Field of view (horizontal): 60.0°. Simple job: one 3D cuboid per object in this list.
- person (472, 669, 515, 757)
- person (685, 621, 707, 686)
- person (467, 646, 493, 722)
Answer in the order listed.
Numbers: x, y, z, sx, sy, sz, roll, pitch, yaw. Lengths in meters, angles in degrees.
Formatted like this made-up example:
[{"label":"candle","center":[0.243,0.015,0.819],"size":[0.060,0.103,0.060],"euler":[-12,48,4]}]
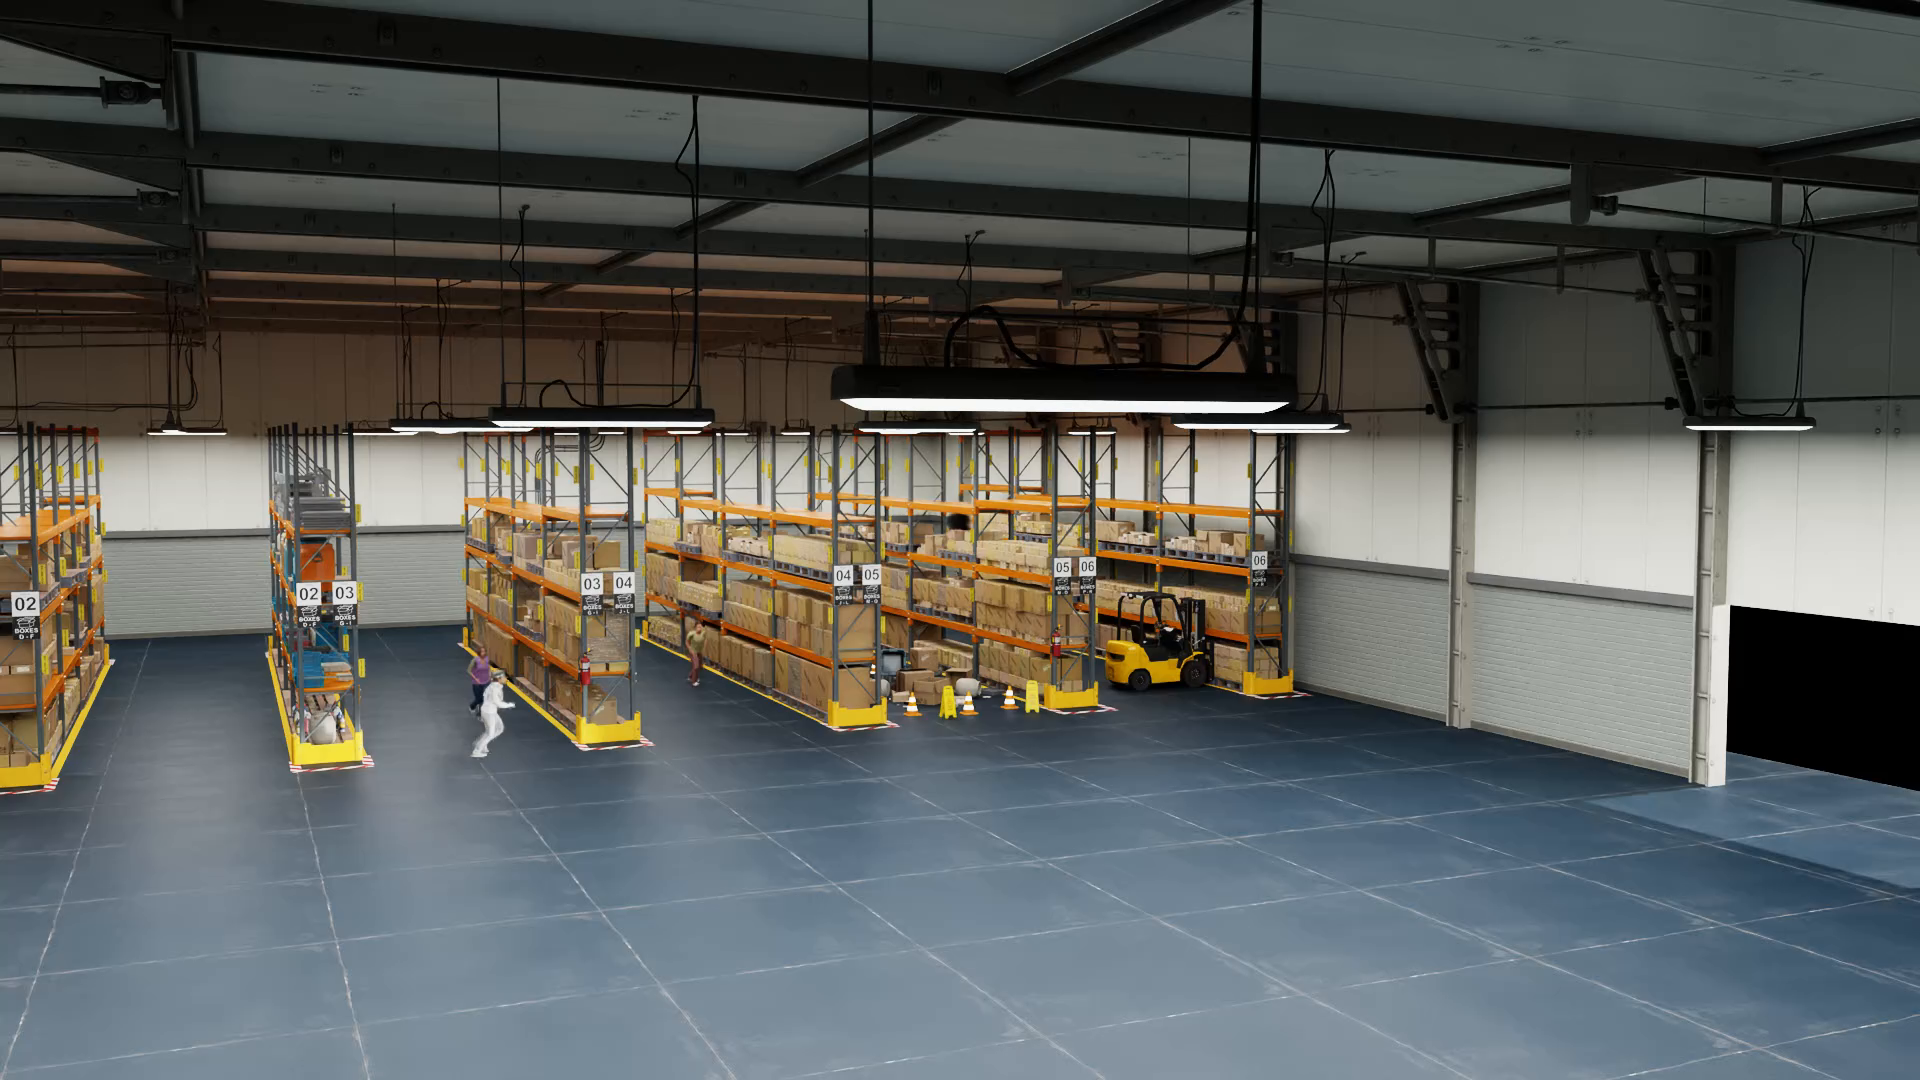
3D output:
[{"label":"person","center":[-8.394,3.108,29.911],"size":[0.777,1.576,0.608],"euler":[-1,4,-18]},{"label":"person","center":[-6.132,2.606,38.525],"size":[0.804,1.534,0.628],"euler":[3,5,44]},{"label":"person","center":[-9.754,2.911,33.705],"size":[0.538,1.528,0.612],"euler":[-3,5,-40]}]
